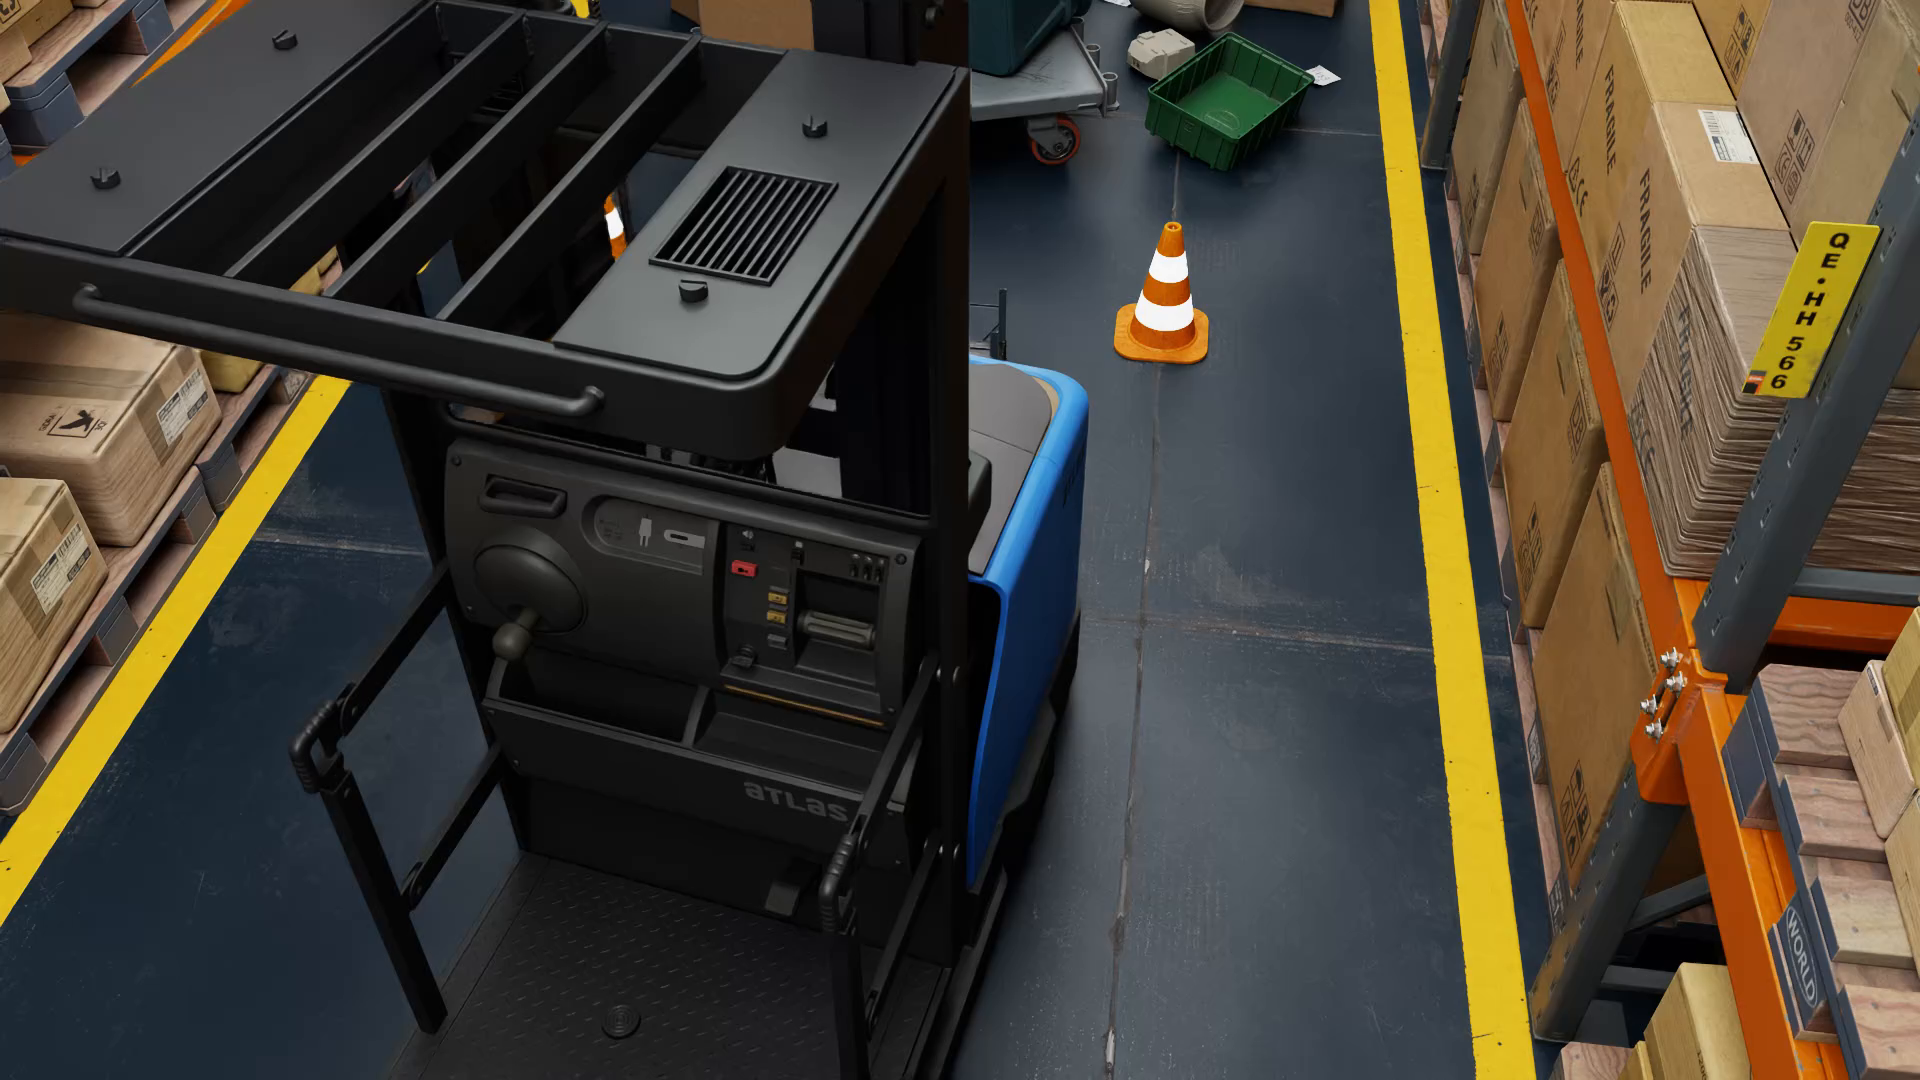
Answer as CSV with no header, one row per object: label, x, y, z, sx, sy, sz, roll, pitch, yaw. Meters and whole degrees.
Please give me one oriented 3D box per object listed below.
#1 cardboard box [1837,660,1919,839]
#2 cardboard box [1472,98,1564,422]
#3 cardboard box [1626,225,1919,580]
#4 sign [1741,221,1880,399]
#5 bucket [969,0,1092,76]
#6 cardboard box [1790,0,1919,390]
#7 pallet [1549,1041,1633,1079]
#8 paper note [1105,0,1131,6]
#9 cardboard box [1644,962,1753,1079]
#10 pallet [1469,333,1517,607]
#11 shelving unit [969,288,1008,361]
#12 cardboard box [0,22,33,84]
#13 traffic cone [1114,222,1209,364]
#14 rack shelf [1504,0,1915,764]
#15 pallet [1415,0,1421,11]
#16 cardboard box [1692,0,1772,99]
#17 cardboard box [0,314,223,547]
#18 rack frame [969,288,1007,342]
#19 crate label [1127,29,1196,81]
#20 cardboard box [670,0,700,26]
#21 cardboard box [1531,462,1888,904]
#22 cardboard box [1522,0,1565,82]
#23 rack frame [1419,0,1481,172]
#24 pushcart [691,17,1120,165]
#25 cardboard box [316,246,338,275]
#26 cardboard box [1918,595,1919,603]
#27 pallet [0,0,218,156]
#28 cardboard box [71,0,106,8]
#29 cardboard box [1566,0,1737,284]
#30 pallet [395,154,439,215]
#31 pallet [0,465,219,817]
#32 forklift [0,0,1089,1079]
cardboard box,1.617,0.340,2.587,0.380,0.149,0.250,5,44,5
cardboard box,2.281,-0.859,5.306,1.050,0.750,0.750,5,44,6
cardboard box,1.670,-0.253,3.263,0.500,0.500,0.500,5,44,6
sign,1.326,-0.354,2.600,0.100,0.325,0.005,5,44,6
bucket,0.138,-2.277,6.749,0.726,0.611,0.620,20,57,20
cardboard box,1.946,-0.590,2.891,0.700,0.500,0.500,5,44,5
pallet,1.772,1.659,3.344,1.003,0.211,1.213,5,44,6
paper note,0.771,-2.622,8.003,0.172,0.023,0.155,20,47,20
cardboard box,1.545,1.045,2.932,0.500,0.250,0.500,3,44,4
pallet,2.219,-0.232,5.342,1.003,0.211,1.213,5,44,6
shelving unit,-0.001,-0.321,4.935,0.258,0.900,0.210,5,44,6
cardboard box,-2.652,-1.261,4.278,0.380,0.149,0.250,8,44,8
traffic cone,0.731,-0.914,5.878,0.336,0.463,0.334,5,44,6
rack shelf,2.141,-0.987,4.634,1.077,0.370,4.000,5,44,6
pallet,2.742,-2.944,8.206,1.003,0.211,1.213,5,44,6
cardboard box,2.077,-1.285,3.625,0.700,0.500,0.500,5,44,5
cardboard box,-2.869,-0.353,5.047,0.950,0.372,0.625,4,44,5
rack frame,0.012,-0.391,5.008,0.240,0.900,0.006,5,44,6
crate label,0.905,-2.173,7.446,0.298,0.136,0.250,-24,48,-23
cardboard box,-1.024,-2.692,7.728,0.500,0.500,0.500,-32,52,-29
cardboard box,2.046,0.372,4.006,1.050,0.750,0.750,5,44,5
cardboard box,1.934,-1.629,4.716,0.500,0.500,0.500,5,44,5
rack frame,2.405,-2.612,5.826,1.000,3.000,0.127,5,44,6
pushcart,-0.248,-1.867,6.948,1.648,0.377,0.936,-9,44,-9
cardboard box,-2.673,-1.343,6.093,0.950,0.372,0.625,8,44,8
cardboard box,1.623,0.138,2.368,0.380,0.149,0.250,5,44,6
pallet,-2.823,-1.550,4.845,1.003,0.211,1.213,5,44,6
cardboard box,-2.555,-1.630,4.667,0.380,0.149,0.250,7,44,7
cardboard box,1.803,-0.934,3.982,0.500,0.500,0.500,5,44,5
pallet,-2.616,-1.449,6.627,1.003,0.211,1.213,5,44,6
pallet,-2.939,0.214,4.871,1.003,0.211,1.213,5,44,6
forklift,-0.593,0.175,2.934,1.130,2.935,3.031,12,45,13
